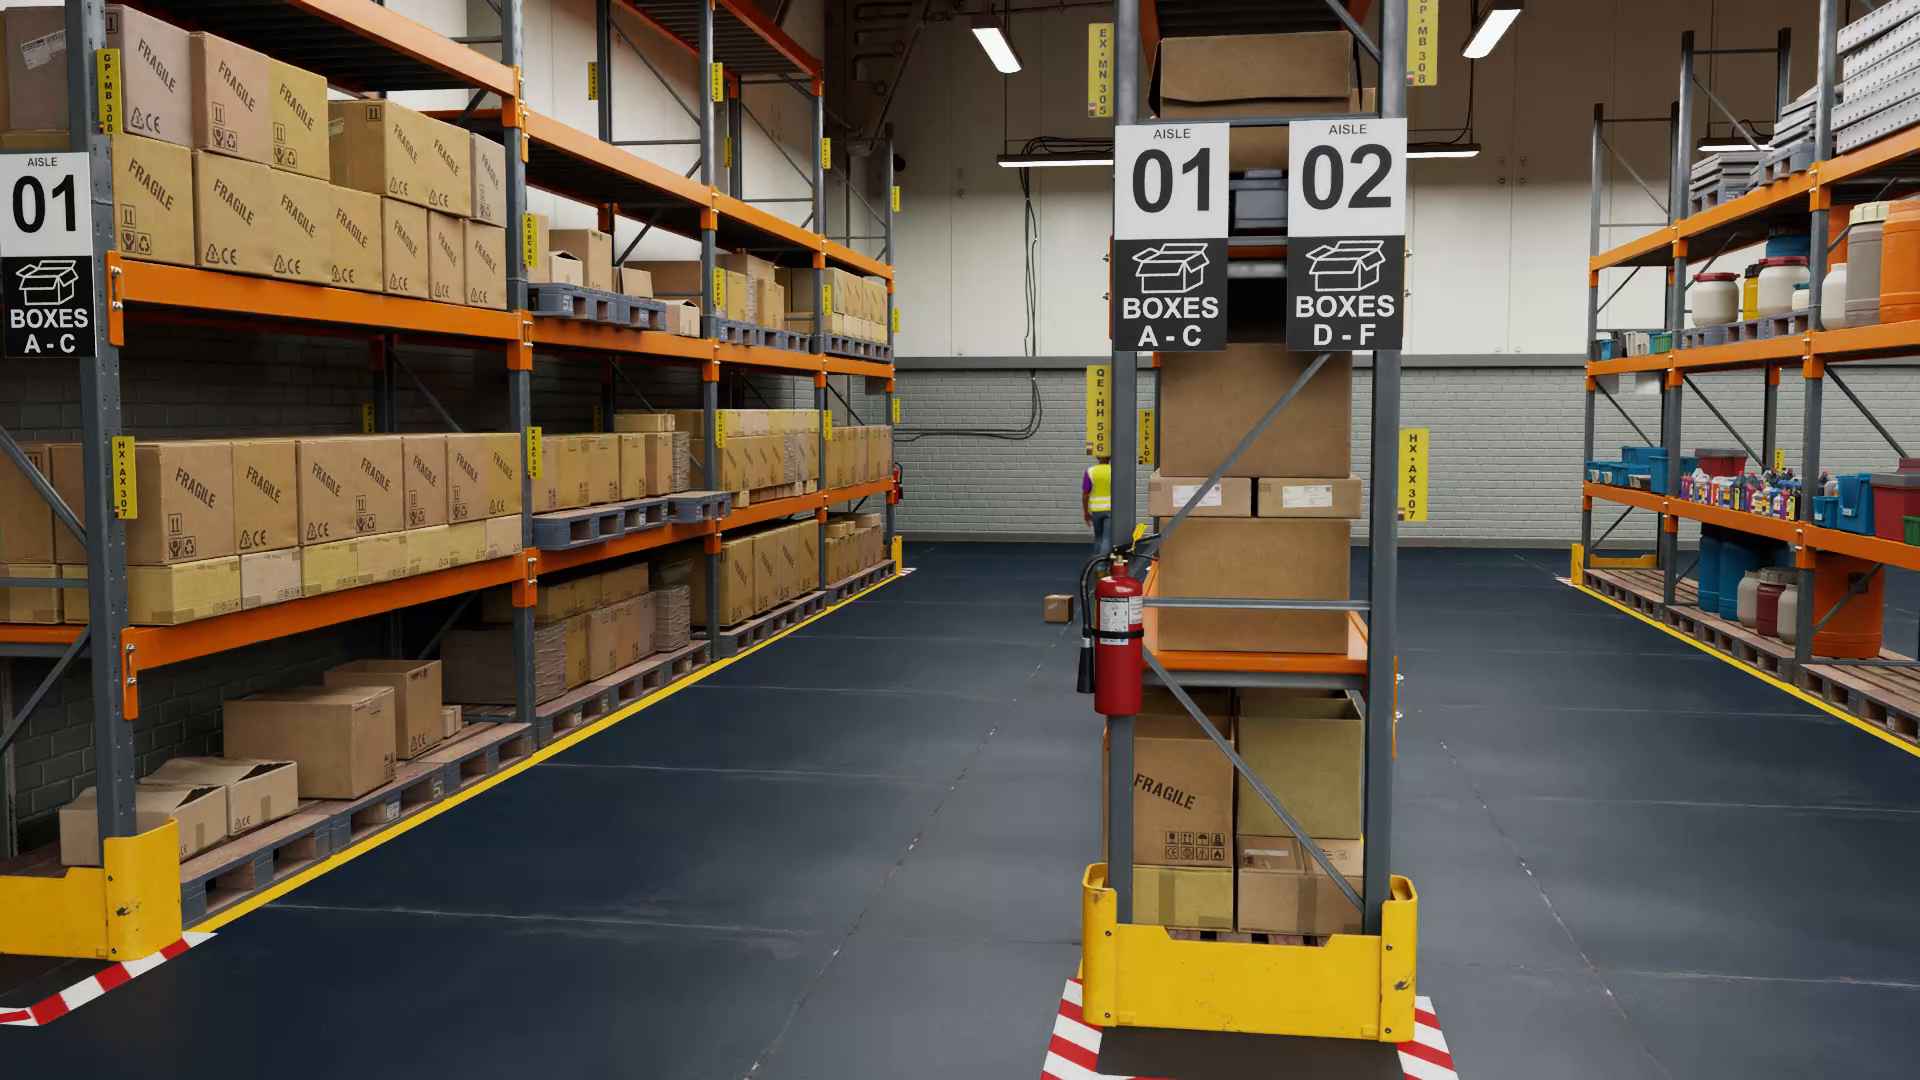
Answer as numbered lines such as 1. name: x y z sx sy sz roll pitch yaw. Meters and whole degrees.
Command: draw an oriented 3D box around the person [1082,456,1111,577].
1. person: 1.943 -0.399 21.920 0.565 1.719 0.963 2 5 19
